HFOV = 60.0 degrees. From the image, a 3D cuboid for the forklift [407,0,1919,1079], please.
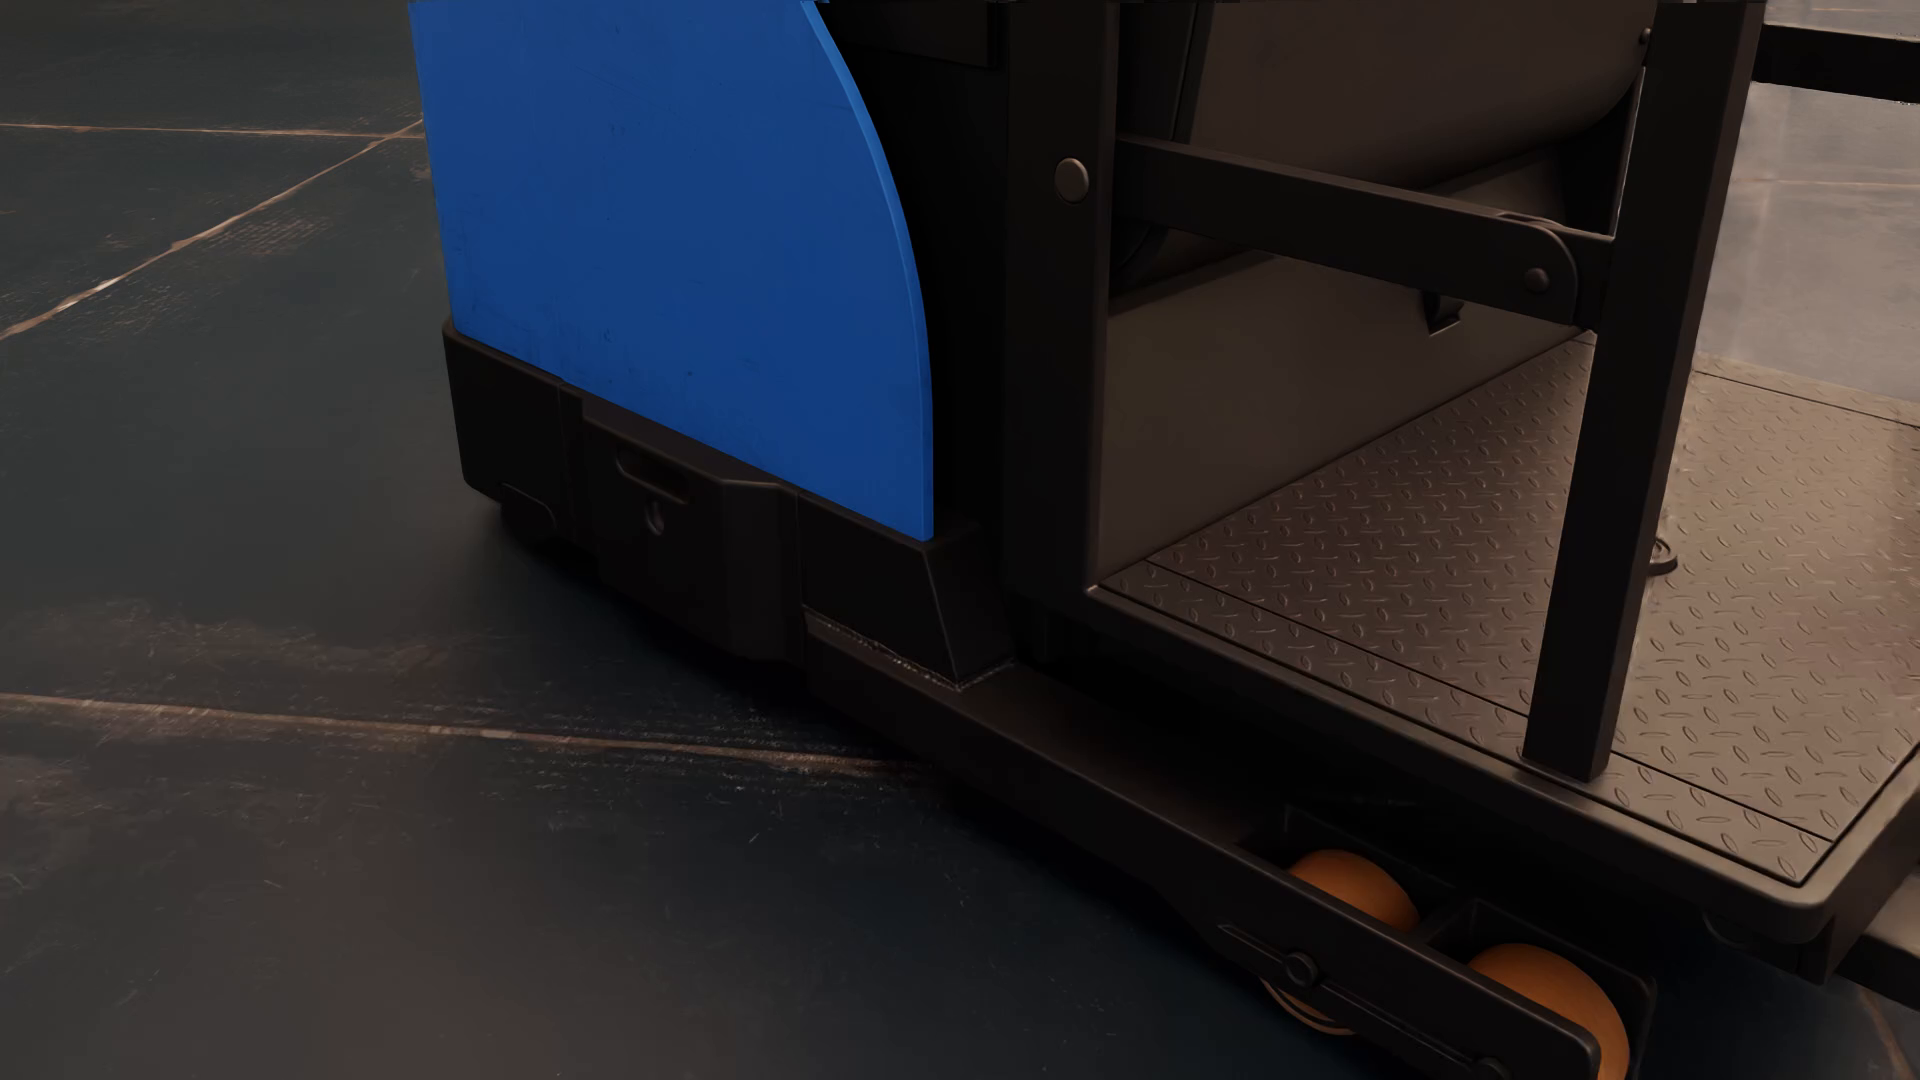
[{"bbox_3d":[0.642,-1.050,1.321,3.031,2.935,1.130,24,35,39],"label":"forklift"}]
